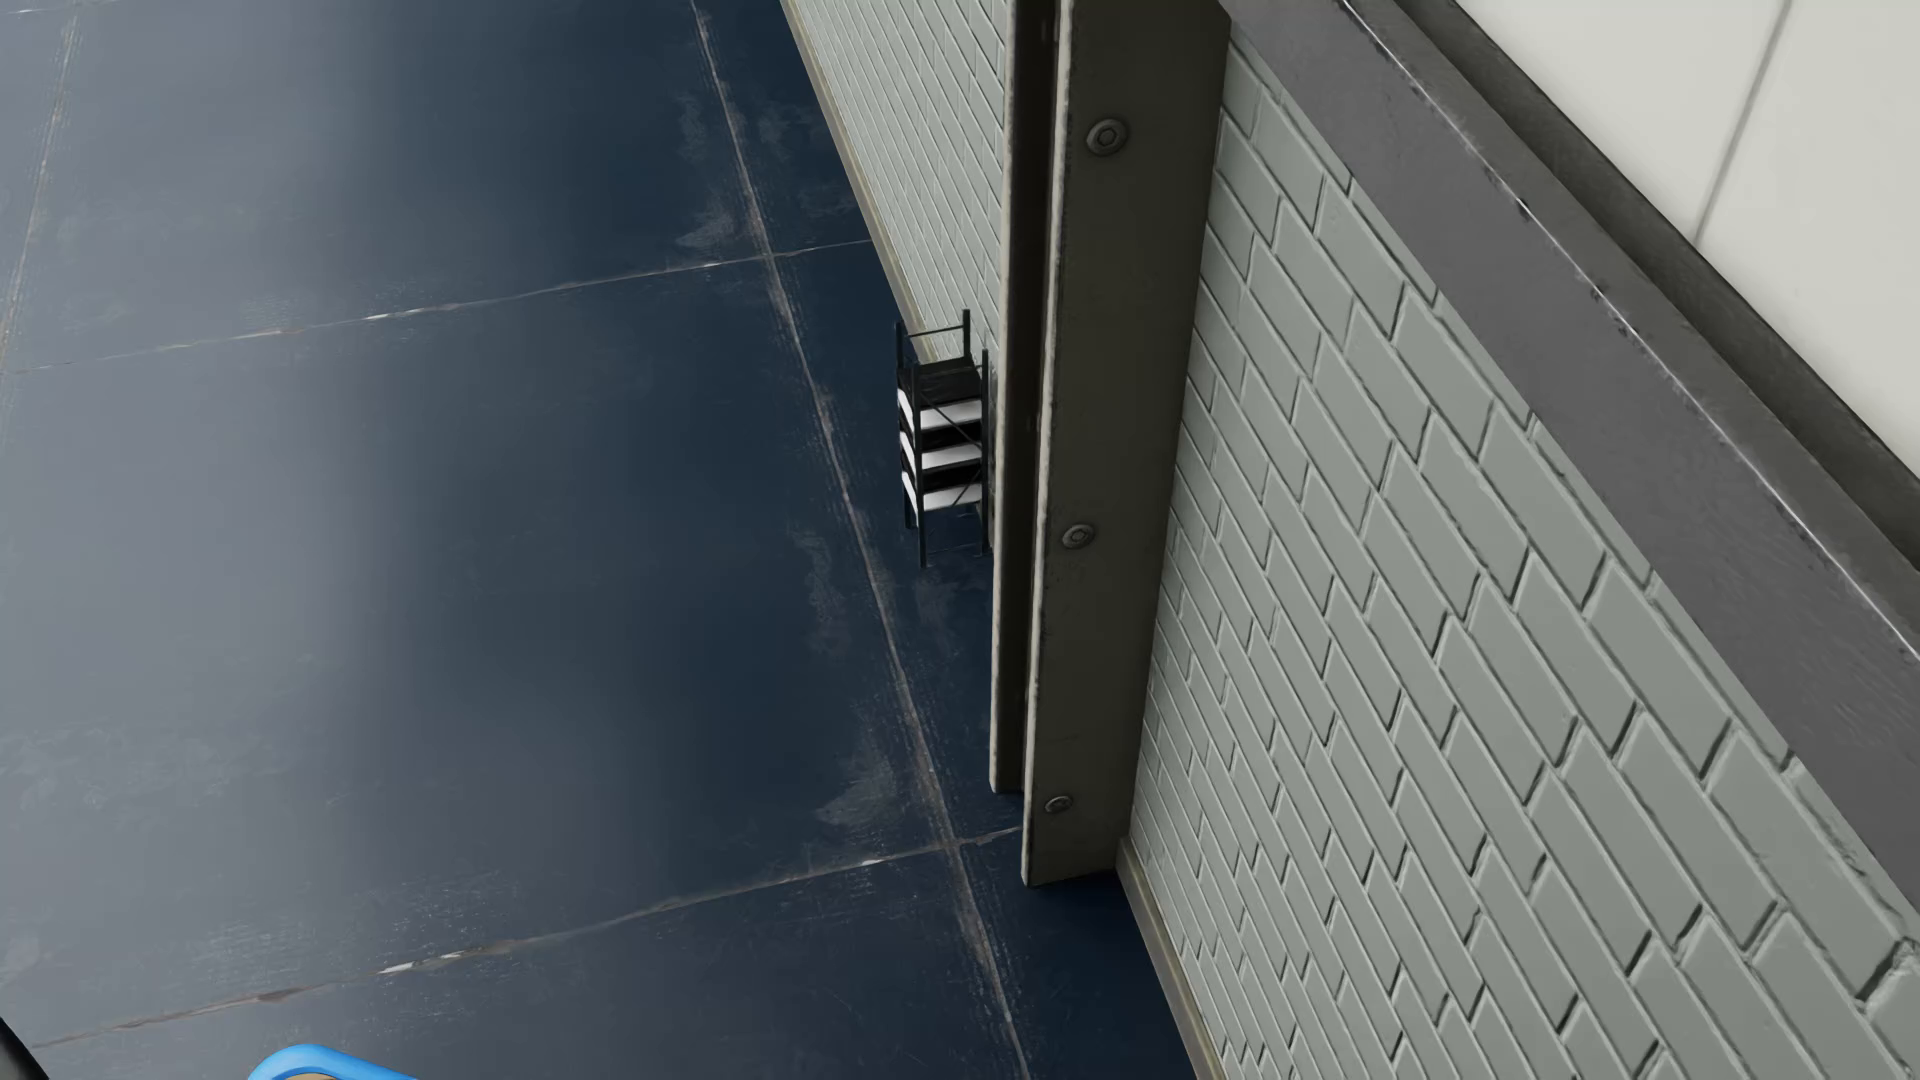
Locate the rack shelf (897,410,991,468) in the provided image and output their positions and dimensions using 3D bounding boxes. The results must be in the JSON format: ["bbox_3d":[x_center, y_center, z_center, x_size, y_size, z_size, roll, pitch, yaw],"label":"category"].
[{"bbox_3d":[-0.054,-0.351,5.382,0.258,0.077,0.200,-12,47,-11],"label":"rack shelf"}]

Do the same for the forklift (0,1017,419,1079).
[{"bbox_3d":[-1.369,1.816,1.918,1.130,2.935,3.031,14,47,13],"label":"forklift"}]

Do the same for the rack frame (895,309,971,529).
[{"bbox_3d":[-0.081,-0.381,5.491,0.240,0.900,0.006,-12,47,-11],"label":"rack frame"}]

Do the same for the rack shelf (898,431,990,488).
[{"bbox_3d":[-0.053,-0.288,5.446,0.258,0.077,0.200,-12,47,-11],"label":"rack shelf"}]

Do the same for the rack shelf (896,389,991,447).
[{"bbox_3d":[-0.055,-0.414,5.318,0.258,0.077,0.200,-12,47,-11],"label":"rack shelf"}]

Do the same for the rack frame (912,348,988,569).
[{"bbox_3d":[-0.025,-0.242,5.354,0.240,0.900,0.006,-12,47,-11],"label":"rack frame"}]

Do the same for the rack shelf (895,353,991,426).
[{"bbox_3d":[-0.055,-0.477,5.253,0.258,0.077,0.200,-12,47,-11],"label":"rack shelf"}]

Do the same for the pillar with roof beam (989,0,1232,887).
[{"bbox_3d":[-3.875,-1.530,0.949,9.100,9.000,0.400,-11,47,-10],"label":"pillar with roof beam"}]

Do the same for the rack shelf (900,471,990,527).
[{"bbox_3d":[-0.051,-0.162,5.575,0.258,0.077,0.200,-12,47,-11],"label":"rack shelf"}]

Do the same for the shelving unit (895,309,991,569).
[{"bbox_3d":[-0.053,-0.311,5.422,0.258,0.900,0.210,-12,47,-11],"label":"shelving unit"}]

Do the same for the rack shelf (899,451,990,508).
[{"bbox_3d":[-0.052,-0.225,5.510,0.258,0.077,0.200,-12,47,-11],"label":"rack shelf"}]
